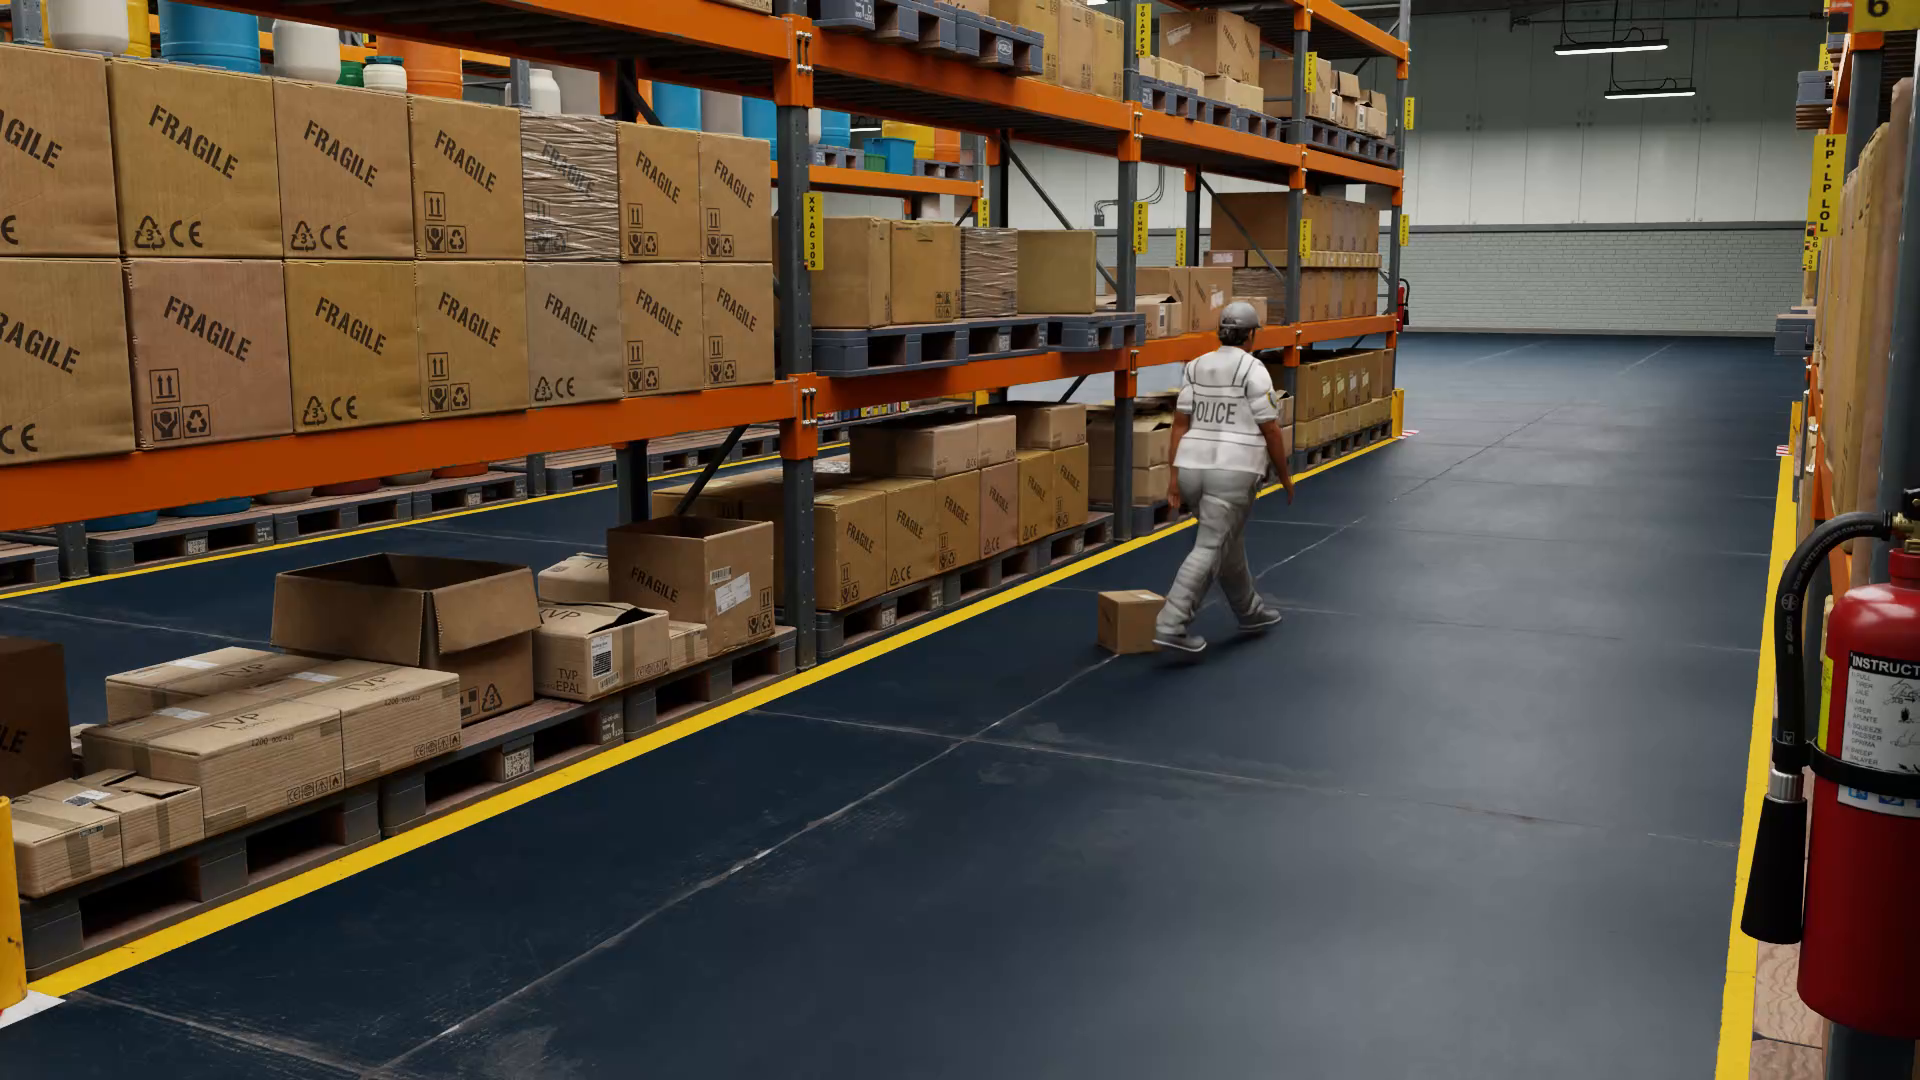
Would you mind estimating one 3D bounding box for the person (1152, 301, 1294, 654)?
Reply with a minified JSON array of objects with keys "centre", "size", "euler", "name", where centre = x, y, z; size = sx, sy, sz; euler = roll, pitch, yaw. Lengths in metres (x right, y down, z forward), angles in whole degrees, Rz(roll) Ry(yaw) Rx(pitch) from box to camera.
[{"centre":[1.245,-0.308,7.728],"size":[1.070,1.588,0.494],"euler":[-7,12,-37],"name":"person"}]
